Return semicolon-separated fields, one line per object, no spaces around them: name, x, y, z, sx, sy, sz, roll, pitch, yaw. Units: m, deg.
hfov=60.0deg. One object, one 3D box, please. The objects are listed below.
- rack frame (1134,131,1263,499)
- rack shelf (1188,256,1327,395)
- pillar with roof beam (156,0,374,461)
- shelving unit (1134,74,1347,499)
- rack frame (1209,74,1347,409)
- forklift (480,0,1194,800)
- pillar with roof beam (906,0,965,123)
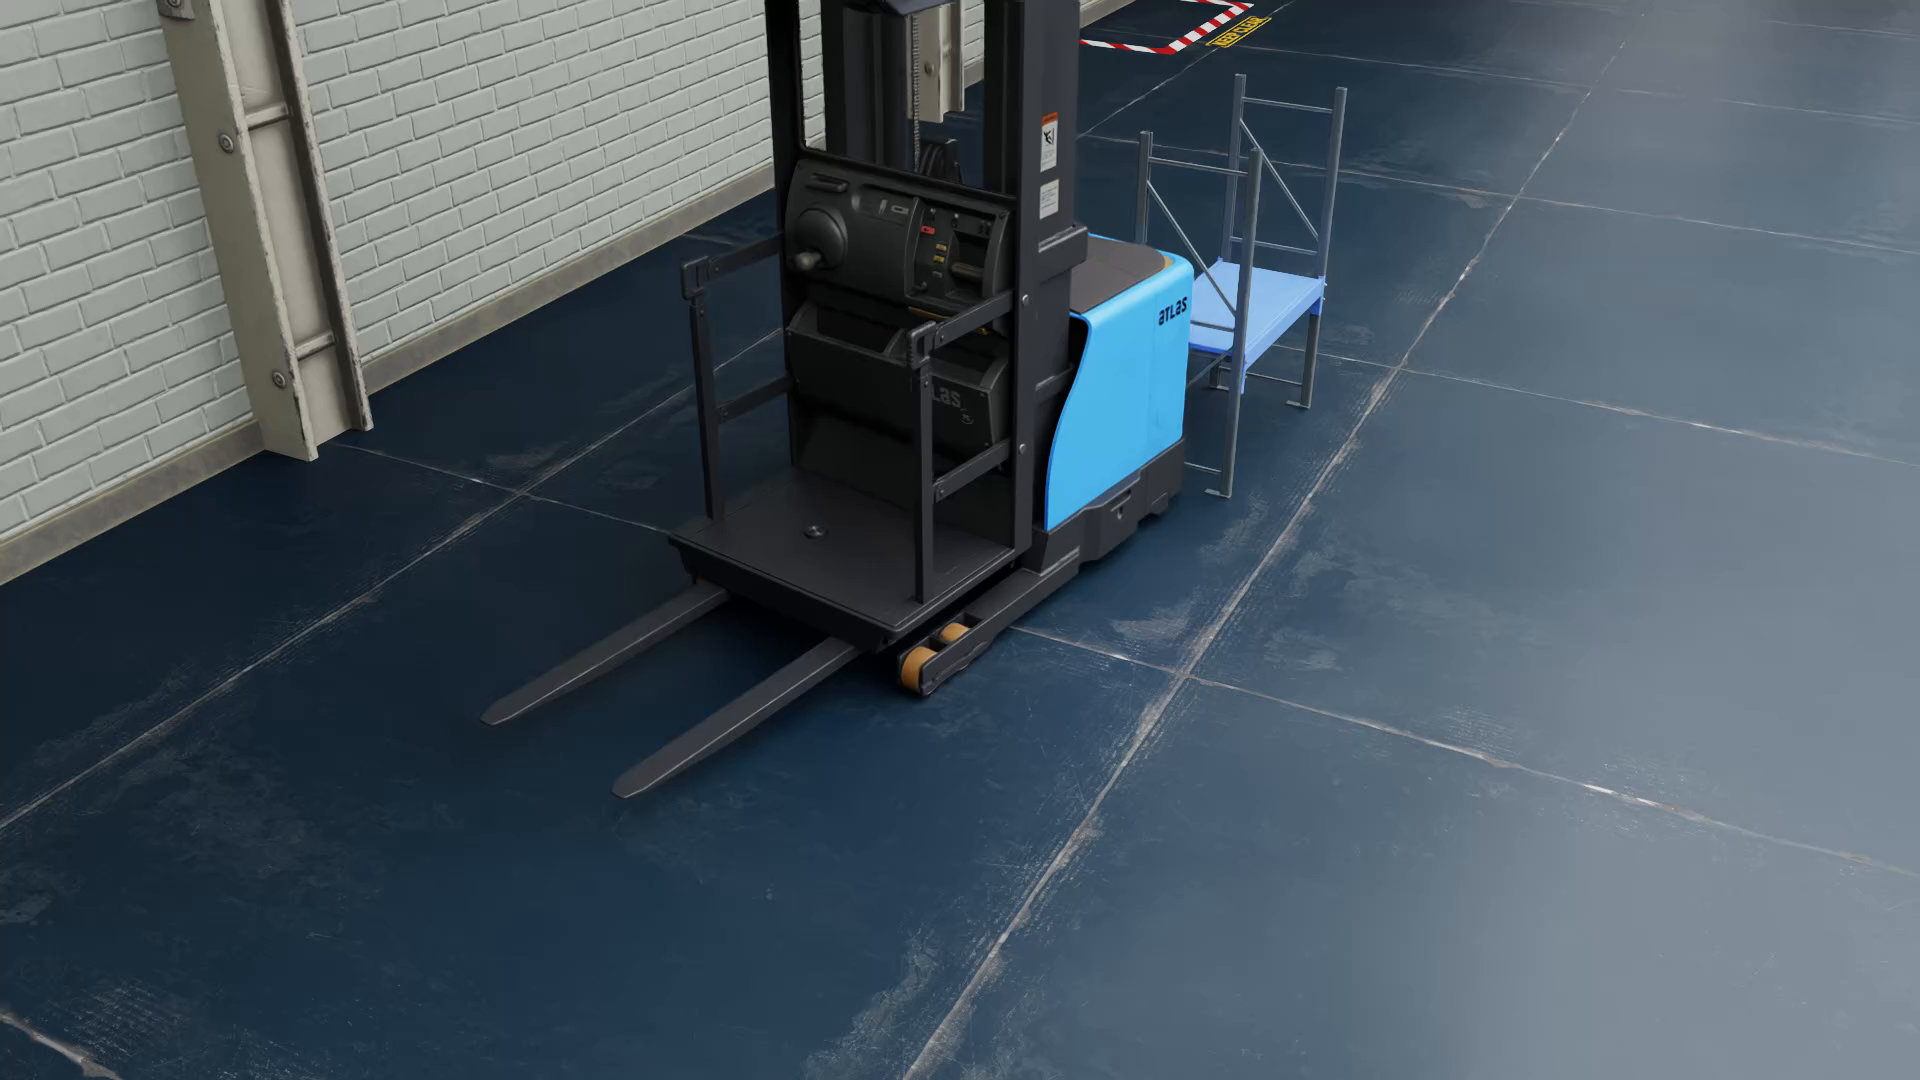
rack frame;0.929;-0.891;6.796;0.500;1.500;0.032;16;33;25
rack shelf;1.178;-0.956;7.269;0.538;0.185;1.000;16;33;25
pillar with roof beam;0.910;-3.394;3.625;9.100;9.000;0.400;14;33;23
shelving unit;1.178;-1.112;7.180;0.538;1.500;1.048;16;33;25
rack frame;1.428;-1.332;7.564;0.500;1.500;0.032;16;33;25
forklift;-0.356;-1.007;5.560;1.130;2.935;3.031;21;36;32
pillar with roof beam;3.643;-6.054;8.257;9.100;9.000;0.400;14;33;23
